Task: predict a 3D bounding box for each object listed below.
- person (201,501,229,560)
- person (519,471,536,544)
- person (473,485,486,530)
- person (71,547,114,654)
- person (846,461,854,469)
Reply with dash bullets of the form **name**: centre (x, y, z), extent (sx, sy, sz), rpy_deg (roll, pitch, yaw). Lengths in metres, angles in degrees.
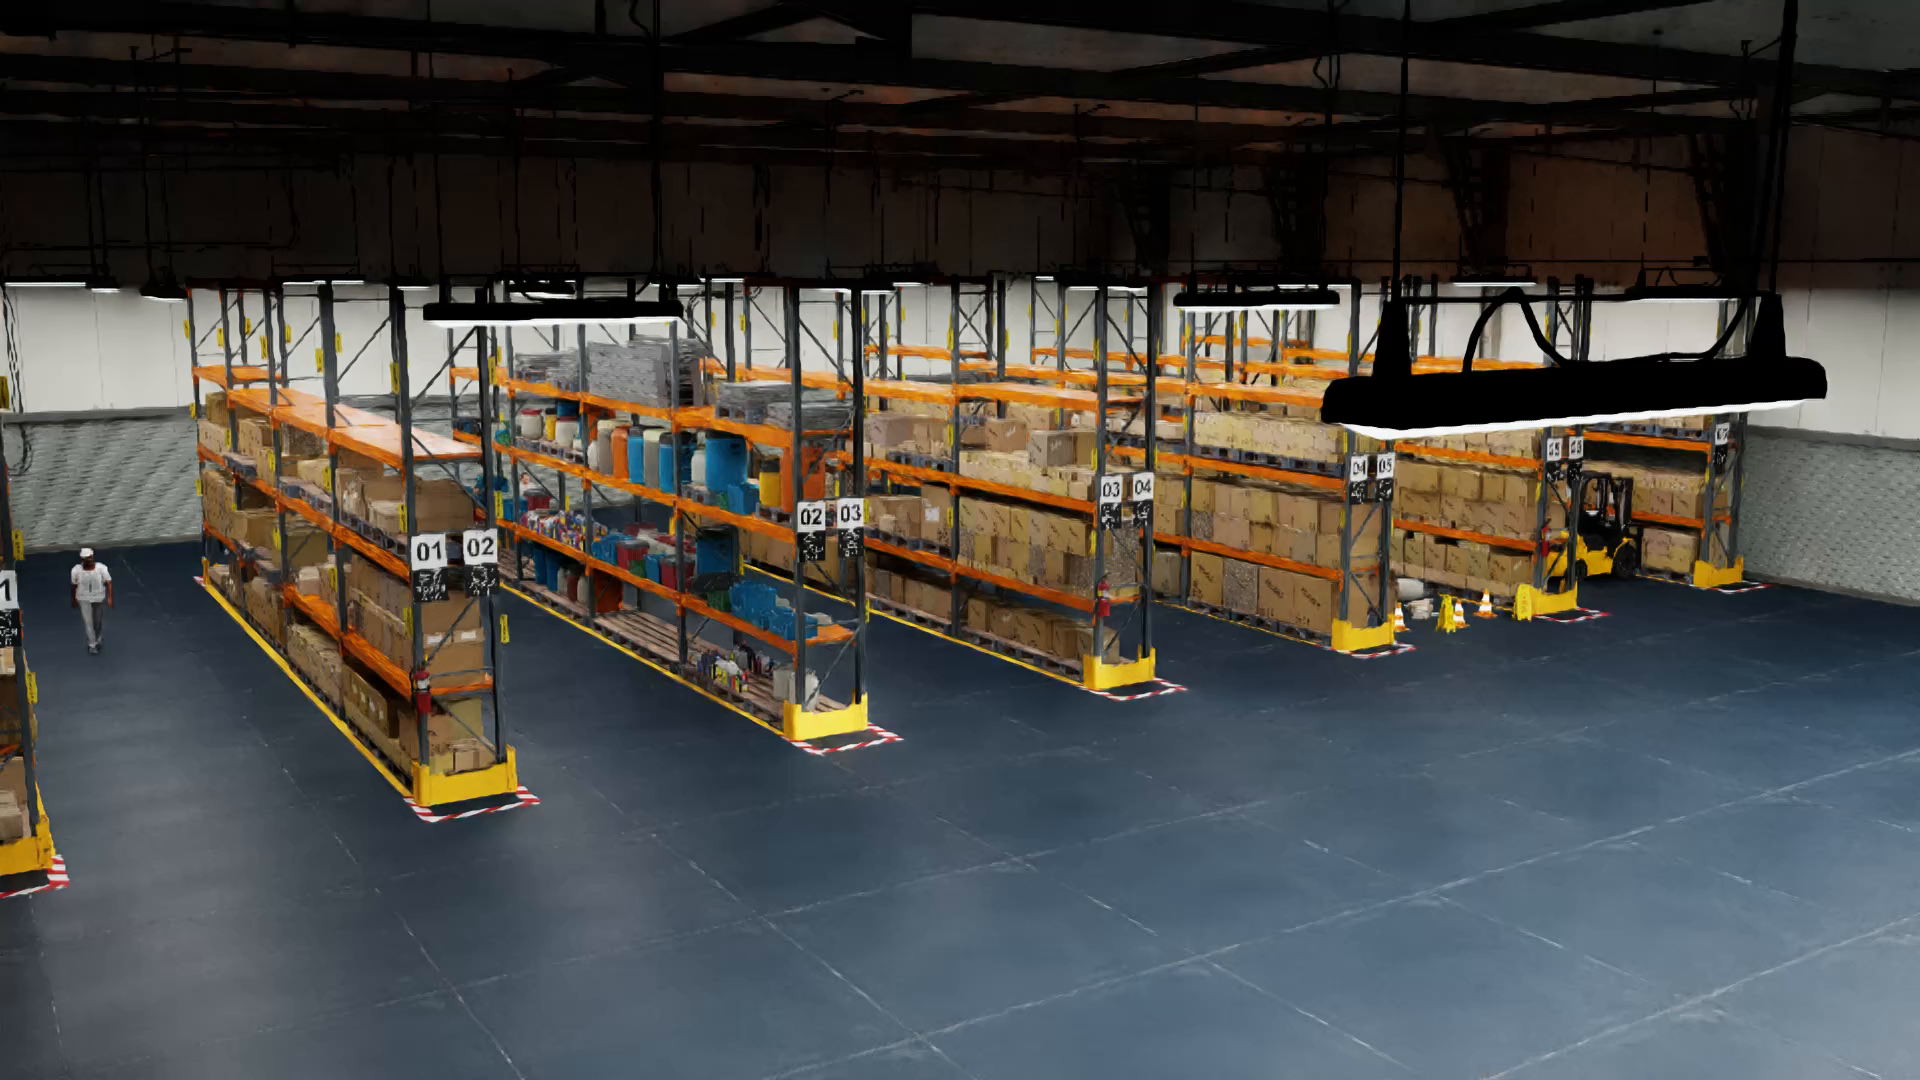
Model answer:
- **person**: centre (-15.973, -0.368, 35.541), extent (0.458, 1.531, 0.875), rpy_deg (-2, 10, -10)
- **person**: centre (-9.797, -0.755, 37.620), extent (0.455, 1.612, 1.019), rpy_deg (-6, 11, -33)
- **person**: centre (-9.969, -0.314, 34.531), extent (0.585, 1.686, 0.982), rpy_deg (-2, 10, -11)
- **person**: centre (-14.171, 0.957, 27.178), extent (0.591, 1.716, 1.042), rpy_deg (-6, 11, -33)
- **person**: centre (-2.541, -1.010, 38.894), extent (0.532, 1.676, 0.409), rpy_deg (5, 11, 26)
